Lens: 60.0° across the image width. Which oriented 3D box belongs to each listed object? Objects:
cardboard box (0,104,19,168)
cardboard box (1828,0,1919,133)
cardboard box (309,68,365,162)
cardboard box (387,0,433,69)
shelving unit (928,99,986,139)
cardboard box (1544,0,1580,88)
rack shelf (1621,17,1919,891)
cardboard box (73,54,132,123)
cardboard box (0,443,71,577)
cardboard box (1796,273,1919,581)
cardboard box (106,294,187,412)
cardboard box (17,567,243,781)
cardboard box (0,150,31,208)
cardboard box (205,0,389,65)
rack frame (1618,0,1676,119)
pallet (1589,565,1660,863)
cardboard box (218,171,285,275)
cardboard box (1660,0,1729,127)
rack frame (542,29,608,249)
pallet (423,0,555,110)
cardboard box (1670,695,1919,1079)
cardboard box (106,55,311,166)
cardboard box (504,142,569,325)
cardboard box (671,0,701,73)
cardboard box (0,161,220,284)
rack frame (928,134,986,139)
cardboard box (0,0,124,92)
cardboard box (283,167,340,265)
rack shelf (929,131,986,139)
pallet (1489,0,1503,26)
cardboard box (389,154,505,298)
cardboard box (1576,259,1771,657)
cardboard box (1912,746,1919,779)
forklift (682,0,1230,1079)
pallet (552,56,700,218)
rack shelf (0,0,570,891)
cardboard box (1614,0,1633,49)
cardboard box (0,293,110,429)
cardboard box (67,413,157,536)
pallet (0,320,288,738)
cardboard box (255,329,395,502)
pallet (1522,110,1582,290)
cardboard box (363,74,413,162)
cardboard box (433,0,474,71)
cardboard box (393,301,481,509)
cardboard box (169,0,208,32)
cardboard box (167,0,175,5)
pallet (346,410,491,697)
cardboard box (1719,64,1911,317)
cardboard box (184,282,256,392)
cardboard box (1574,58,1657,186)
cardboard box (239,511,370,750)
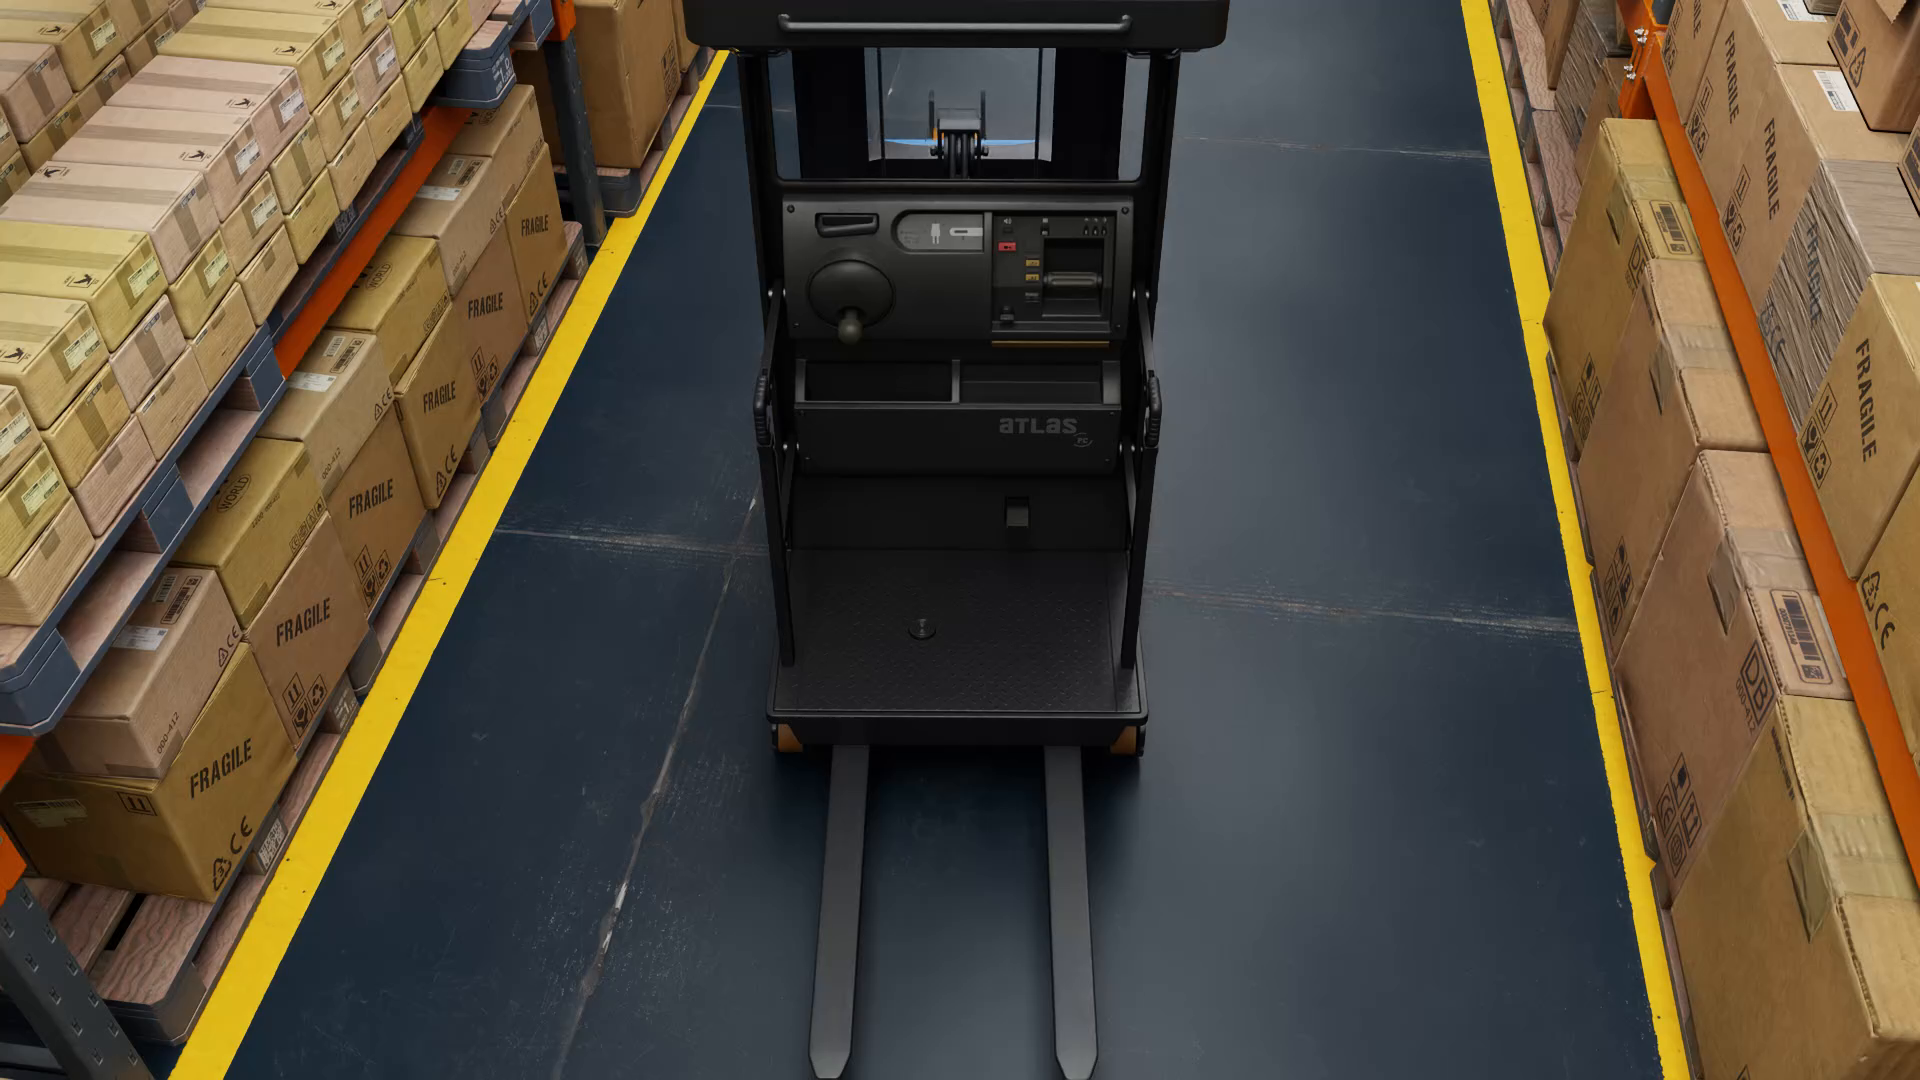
[{"bbox_3d":[-2.543,-0.957,4.024,0.380,0.149,0.250,4,44,4],"label":"cardboard box"},{"bbox_3d":[2.686,-1.350,4.192,0.797,0.503,0.637,6,44,6],"label":"cardboard box"},{"bbox_3d":[-1.831,-1.146,4.439,0.380,0.149,0.250,4,44,5],"label":"cardboard box"},{"bbox_3d":[-1.764,-1.499,4.813,0.380,0.149,0.250,5,44,5],"label":"cardboard box"},{"bbox_3d":[-0.010,-1.086,6.133,0.215,1.050,0.252,0,43,0],"label":"shelving unit"},{"bbox_3d":[3.085,-2.367,7.566,0.700,0.500,0.500,9,44,9],"label":"cardboard box"},{"bbox_3d":[2.623,-0.266,4.372,1.077,0.370,4.000,5,44,6],"label":"rack shelf"},{"bbox_3d":[-2.479,-1.206,4.503,0.380,0.149,0.250,7,44,7],"label":"cardboard box"},{"bbox_3d":[-2.036,-0.080,3.313,0.380,0.149,0.250,6,44,6],"label":"cardboard box"},{"bbox_3d":[2.284,-0.237,3.746,0.500,0.500,0.500,5,44,5],"label":"cardboard box"},{"bbox_3d":[-1.970,-0.432,3.686,0.380,0.149,0.250,6,44,7],"label":"cardboard box"},{"bbox_3d":[-2.185,0.320,4.198,0.500,0.250,0.500,3,44,4],"label":"cardboard box"},{"bbox_3d":[-2.550,-0.854,4.132,0.380,0.149,0.250,3,44,3],"label":"cardboard box"},{"bbox_3d":[-1.799,-1.430,4.523,0.380,0.149,0.250,7,44,8],"label":"cardboard box"},{"bbox_3d":[2.888,-1.890,5.564,1.000,3.000,0.127,5,44,6],"label":"rack frame"},{"bbox_3d":[2.545,0.482,5.087,1.003,0.211,1.213,5,44,6],"label":"pallet"},{"bbox_3d":[-1.903,-0.794,4.067,0.380,0.149,0.250,7,44,7],"label":"cardboard box"},{"bbox_3d":[2.554,-1.620,5.206,0.500,0.500,0.500,6,44,7],"label":"cardboard box"},{"bbox_3d":[-2.015,-2.410,6.113,1.000,3.000,0.127,5,44,6],"label":"rack frame"},{"bbox_3d":[-2.004,-1.845,5.656,1.213,0.211,1.003,5,44,6],"label":"pallet"},{"bbox_3d":[2.424,1.017,3.734,1.225,0.875,0.875,5,44,6],"label":"cardboard box"},{"bbox_3d":[-1.866,-1.069,4.142,0.380,0.149,0.250,7,44,7],"label":"cardboard box"},{"bbox_3d":[-1.843,-1.182,6.329,0.500,0.500,0.500,5,44,5],"label":"cardboard box"},{"bbox_3d":[-1.733,-2.748,7.802,1.050,0.750,0.750,6,44,6],"label":"cardboard box"},{"bbox_3d":[-1.933,-0.722,3.776,0.380,0.149,0.250,5,44,5],"label":"cardboard box"},{"bbox_3d":[-0.011,-1.002,6.044,0.200,1.050,0.008,0,43,0],"label":"rack frame"},{"bbox_3d":[-2.477,-1.324,4.411,0.380,0.149,0.250,5,44,5],"label":"cardboard box"},{"bbox_3d":[-1.869,-0.862,4.356,0.380,0.149,0.250,5,44,5],"label":"cardboard box"},{"bbox_3d":[-0.010,-1.285,5.945,0.215,0.259,0.240,0,43,0],"label":"rack shelf"},{"bbox_3d":[3.315,-3.073,8.842,1.003,0.211,1.213,5,44,6],"label":"pallet"},{"bbox_3d":[-1.902,-1.092,5.688,0.500,0.250,0.500,6,44,6],"label":"cardboard box"},{"bbox_3d":[2.650,-0.196,5.015,1.225,0.875,0.875,5,44,6],"label":"cardboard box"},{"bbox_3d":[2.150,0.456,3.014,0.500,0.500,0.500,5,44,6],"label":"cardboard box"},{"bbox_3d":[-0.005,-0.632,4.285,1.130,2.935,3.031,0,43,0],"label":"forklift"},{"bbox_3d":[-1.836,-1.928,7.632,1.003,0.211,1.213,5,44,6],"label":"pallet"},{"bbox_3d":[-2.280,-0.785,4.921,1.077,0.370,4.000,5,44,6],"label":"rack shelf"},{"bbox_3d":[3.007,-2.236,6.883,0.500,0.250,0.500,10,44,10],"label":"cardboard box"},{"bbox_3d":[-2.005,-0.378,3.412,0.380,0.149,0.250,6,44,7],"label":"cardboard box"},{"bbox_3d":[-2.005,-0.161,3.616,0.380,0.149,0.250,6,44,6],"label":"cardboard box"},{"bbox_3d":[-2.299,-0.122,3.836,1.003,0.211,1.213,5,44,6],"label":"pallet"},{"bbox_3d":[-2.045,-0.391,4.948,0.500,0.250,0.500,7,44,7],"label":"cardboard box"},{"bbox_3d":[2.992,-1.410,7.085,1.003,0.211,1.213,5,44,6],"label":"pallet"},{"bbox_3d":[-1.800,-1.219,4.733,0.380,0.149,0.250,6,44,7],"label":"cardboard box"},{"bbox_3d":[-1.730,-1.579,5.113,0.380,0.149,0.250,5,44,5],"label":"cardboard box"},{"bbox_3d":[-1.969,-0.467,5.574,0.500,0.500,0.500,3,44,4],"label":"cardboard box"},{"bbox_3d":[-2.411,-1.559,4.876,0.380,0.149,0.250,5,44,6],"label":"cardboard box"},{"bbox_3d":[-2.408,-1.674,4.781,0.380,0.149,0.250,7,44,7],"label":"cardboard box"},{"bbox_3d":[-2.284,-0.036,5.634,1.003,0.211,1.213,5,44,6],"label":"pallet"},{"bbox_3d":[2.424,-0.919,4.466,0.500,0.500,0.500,5,44,5],"label":"cardboard box"},{"bbox_3d":[-1.934,-0.502,3.976,0.380,0.149,0.250,6,44,6],"label":"cardboard box"},{"bbox_3d":[2.956,-1.600,6.757,0.700,0.500,0.500,3,44,3],"label":"cardboard box"},{"bbox_3d":[-2.115,0.231,4.837,0.500,0.500,0.500,7,44,7],"label":"cardboard box"}]
